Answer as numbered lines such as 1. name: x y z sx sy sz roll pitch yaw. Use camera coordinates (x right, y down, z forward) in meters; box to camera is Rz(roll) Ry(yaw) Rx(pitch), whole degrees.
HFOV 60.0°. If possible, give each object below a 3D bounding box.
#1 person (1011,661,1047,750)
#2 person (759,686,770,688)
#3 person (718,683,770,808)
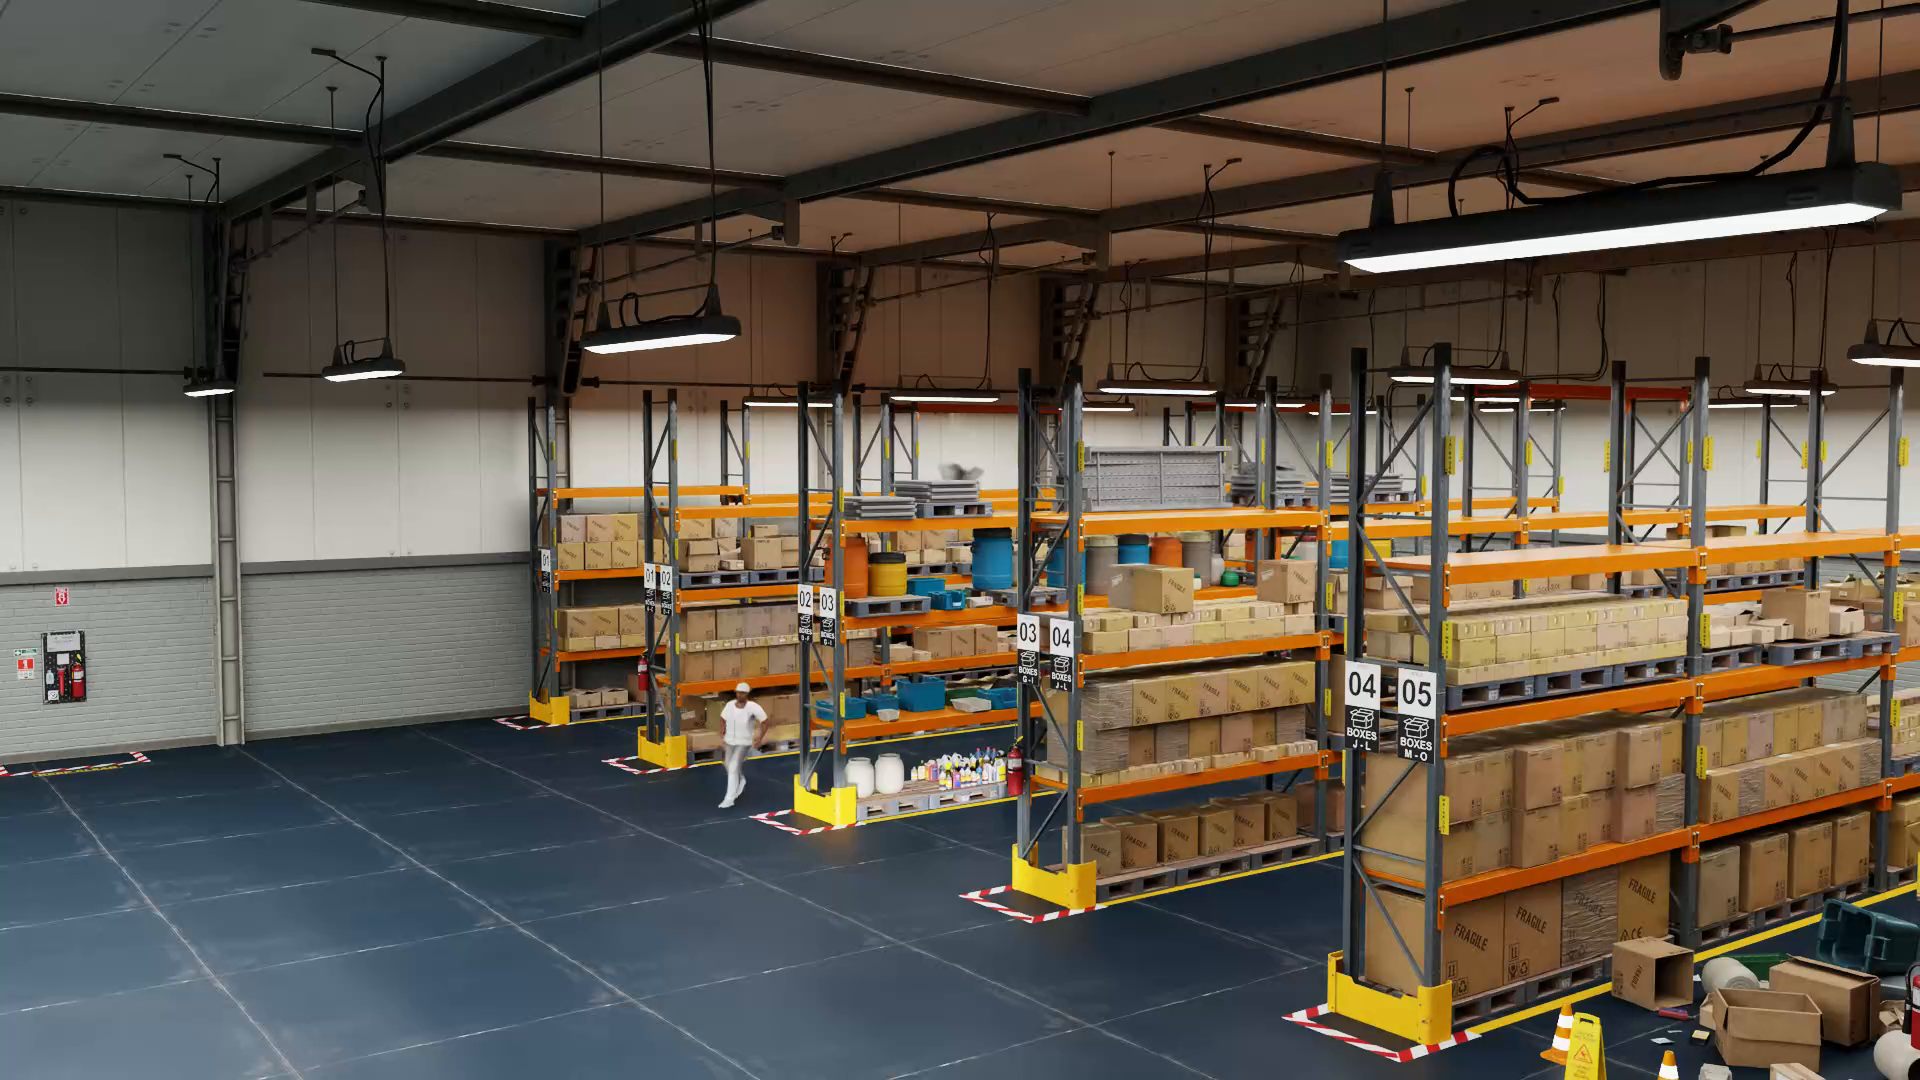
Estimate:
1. person: 1.219 2.641 27.987 0.783 1.833 0.664 -3 4 -40
2. person: -3.634 2.501 30.377 0.650 1.776 1.146 3 5 42
3. person: -3.104 2.887 23.638 0.757 1.748 0.855 1 4 23
